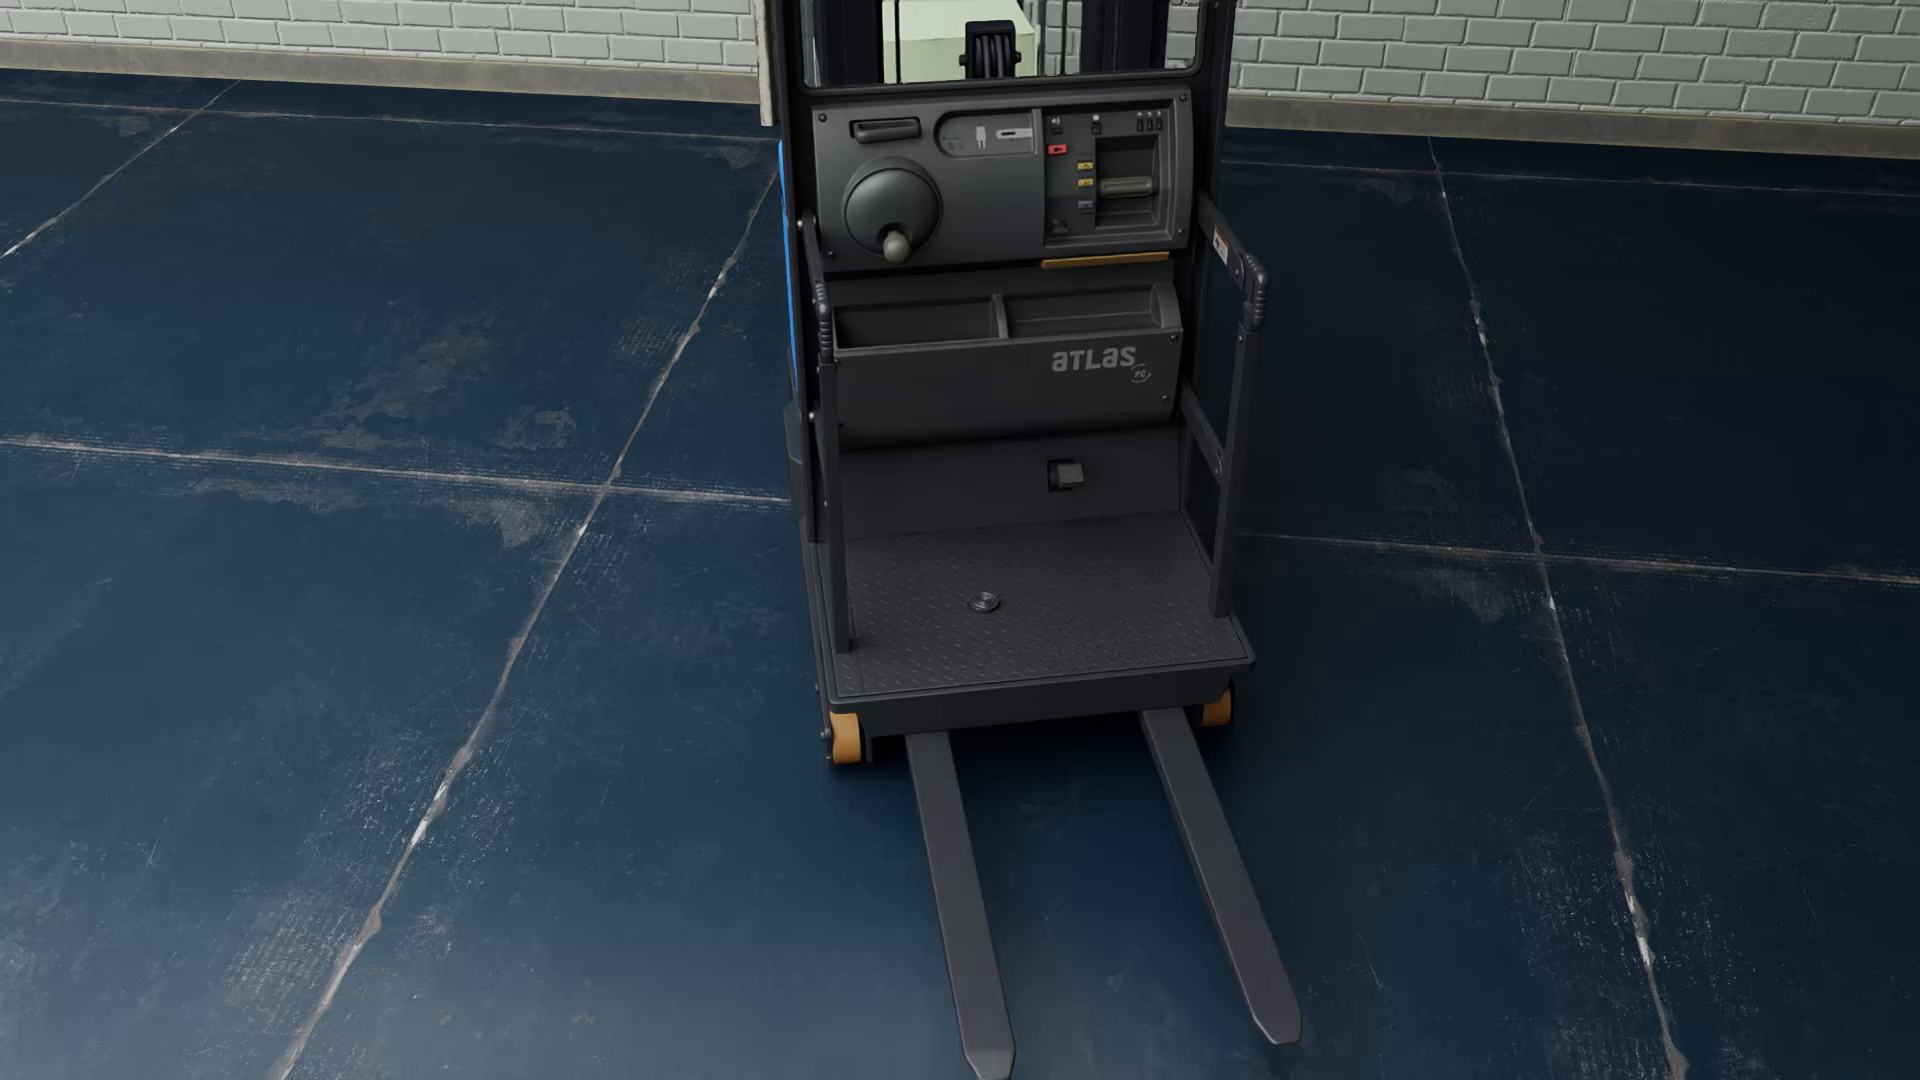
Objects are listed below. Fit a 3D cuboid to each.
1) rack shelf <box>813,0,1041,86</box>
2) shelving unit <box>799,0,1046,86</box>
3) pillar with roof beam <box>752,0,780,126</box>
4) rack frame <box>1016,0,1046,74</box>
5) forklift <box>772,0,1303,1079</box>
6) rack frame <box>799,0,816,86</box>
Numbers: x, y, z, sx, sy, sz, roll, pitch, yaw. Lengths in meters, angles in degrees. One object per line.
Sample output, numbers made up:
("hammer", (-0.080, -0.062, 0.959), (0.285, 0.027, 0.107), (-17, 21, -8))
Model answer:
("rack shelf", (-0.133, -1.562, 5.476), (0.720, 0.370, 0.431), (-5, 36, -7))
("shelving unit", (-0.133, -1.245, 5.703), (0.755, 1.500, 0.431), (-5, 36, -7))
("pillar with roof beam", (-1.297, -3.268, 2.082), (0.400, 9.000, 9.100), (4, 36, 6))
("rack frame", (0.228, -1.279, 5.750), (0.023, 1.500, 0.400), (-5, 36, -7))
("forklift", (0.146, -0.821, 3.877), (1.130, 2.935, 3.031), (-5, 36, -7))
("rack frame", (-0.495, -1.211, 5.655), (0.023, 1.500, 0.400), (-5, 36, -7))
